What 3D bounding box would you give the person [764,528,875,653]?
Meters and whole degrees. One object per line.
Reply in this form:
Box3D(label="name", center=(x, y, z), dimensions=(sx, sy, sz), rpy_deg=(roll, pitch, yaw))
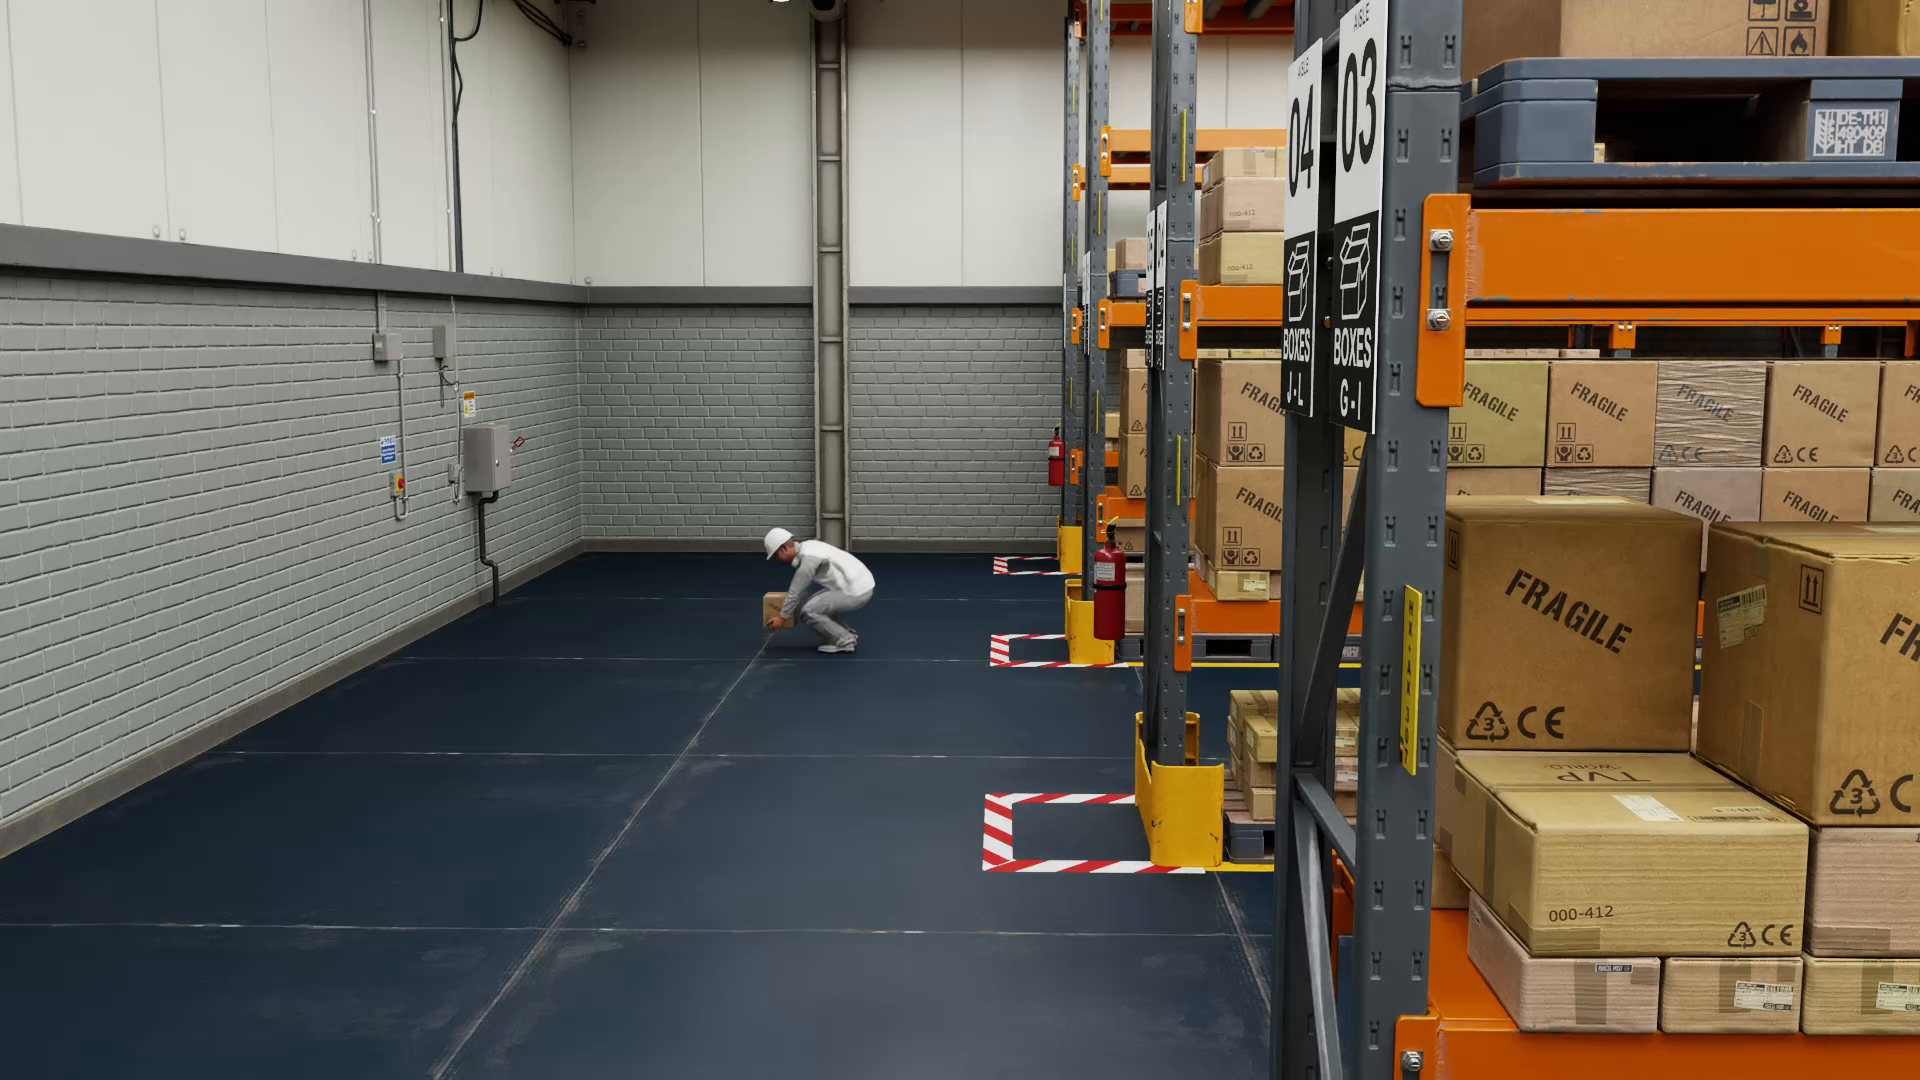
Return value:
Box3D(label="person", center=(-1.139, 0.402, 13.575), dimensions=(0.891, 1.010, 0.512), rpy_deg=(0, 7, 0))
